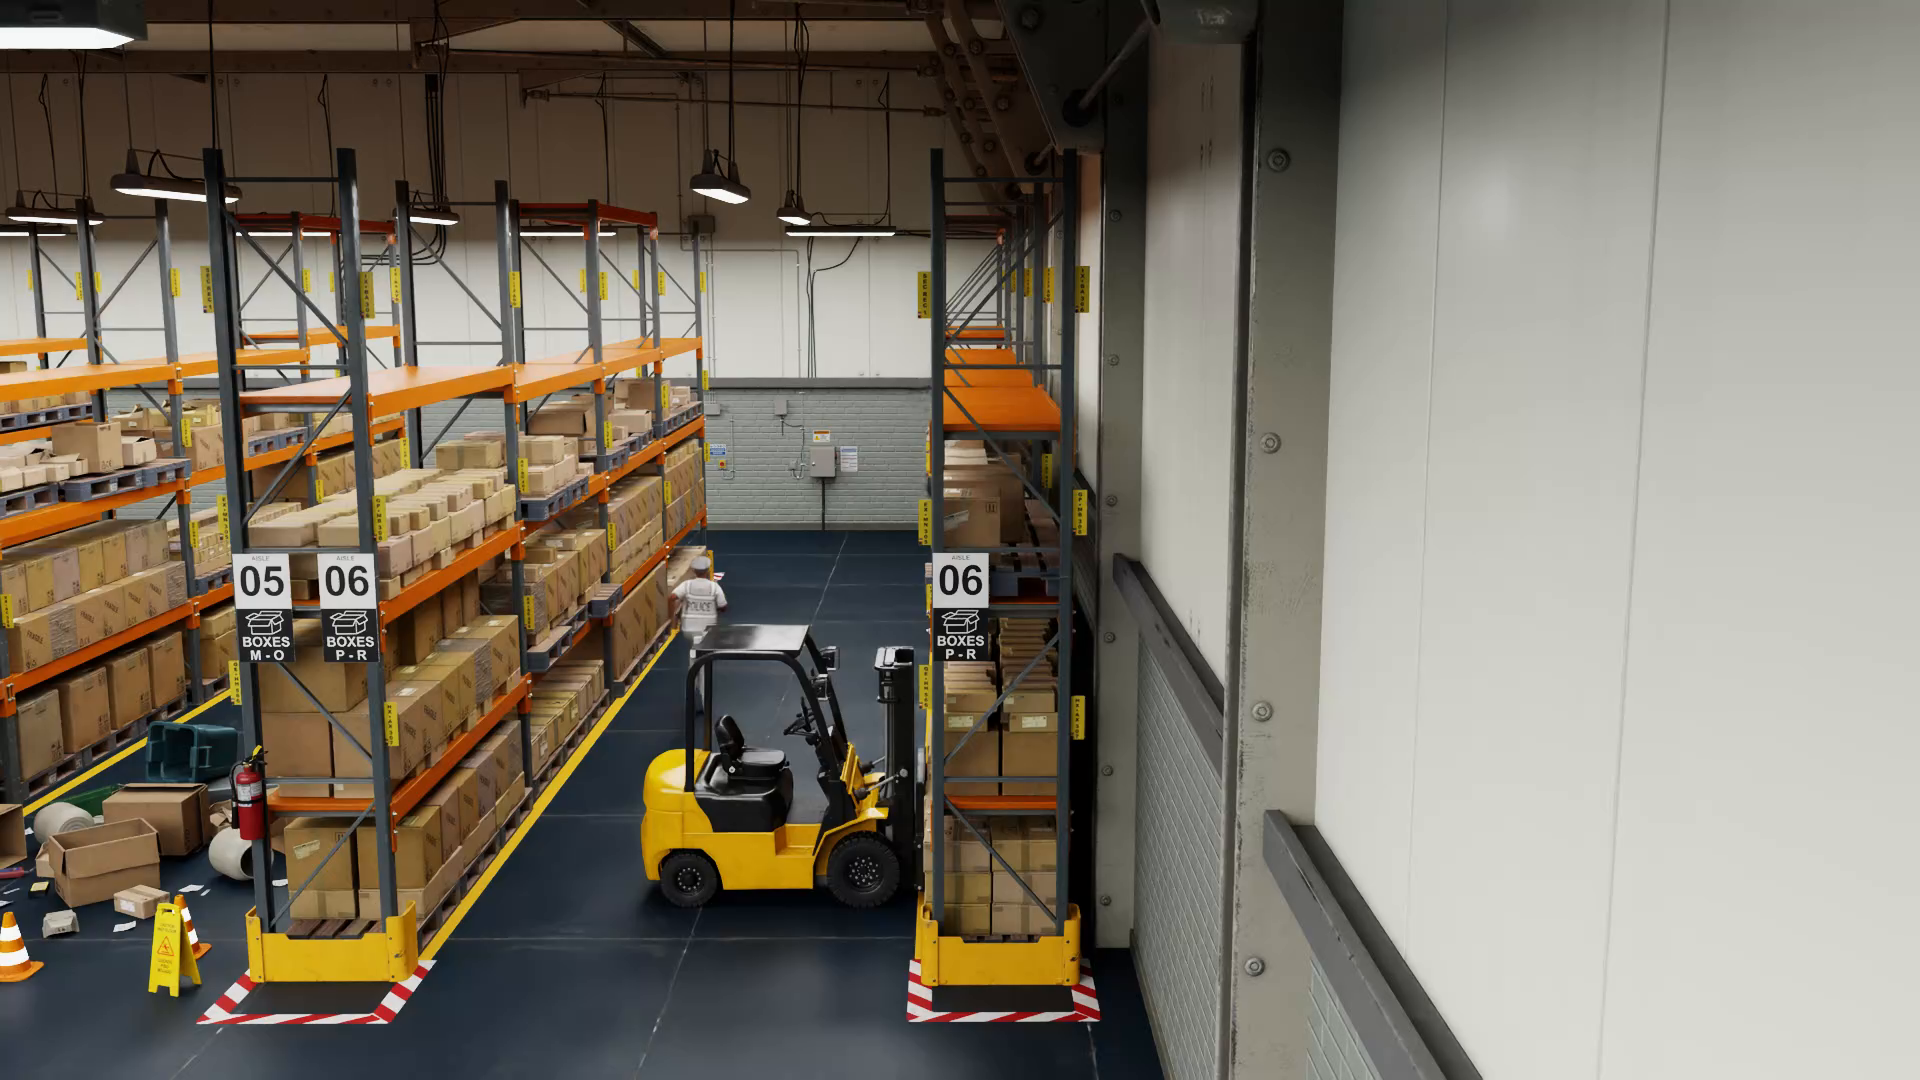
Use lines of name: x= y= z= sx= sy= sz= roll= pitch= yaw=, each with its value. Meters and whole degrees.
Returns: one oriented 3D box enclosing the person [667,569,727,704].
person: x=-3.142 y=1.095 z=20.003 sx=0.673 sy=1.678 sz=0.903 roll=0 pitch=9 yaw=3
